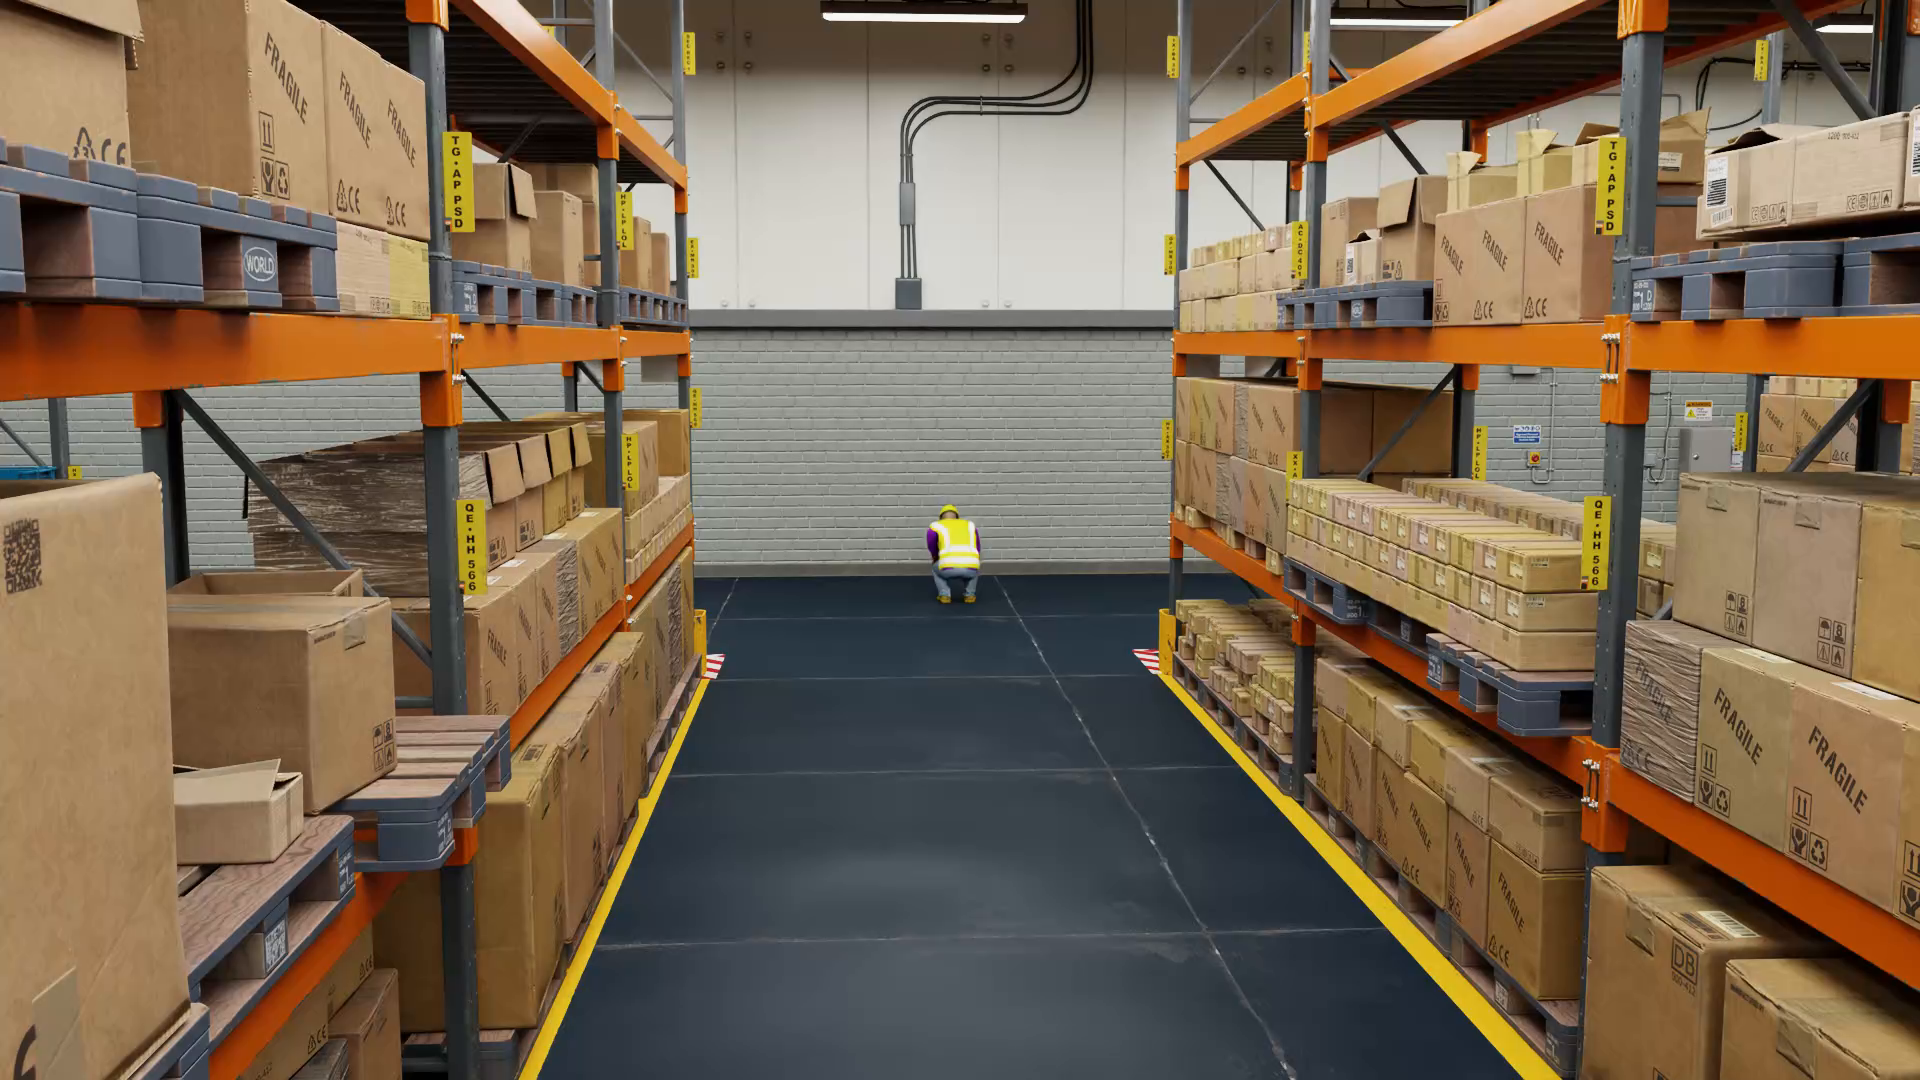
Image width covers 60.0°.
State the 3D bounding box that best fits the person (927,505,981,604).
[{"bbox_3d":[-0.059,0.144,17.706,0.587,1.001,0.873,0,7,-4],"label":"person"}]
